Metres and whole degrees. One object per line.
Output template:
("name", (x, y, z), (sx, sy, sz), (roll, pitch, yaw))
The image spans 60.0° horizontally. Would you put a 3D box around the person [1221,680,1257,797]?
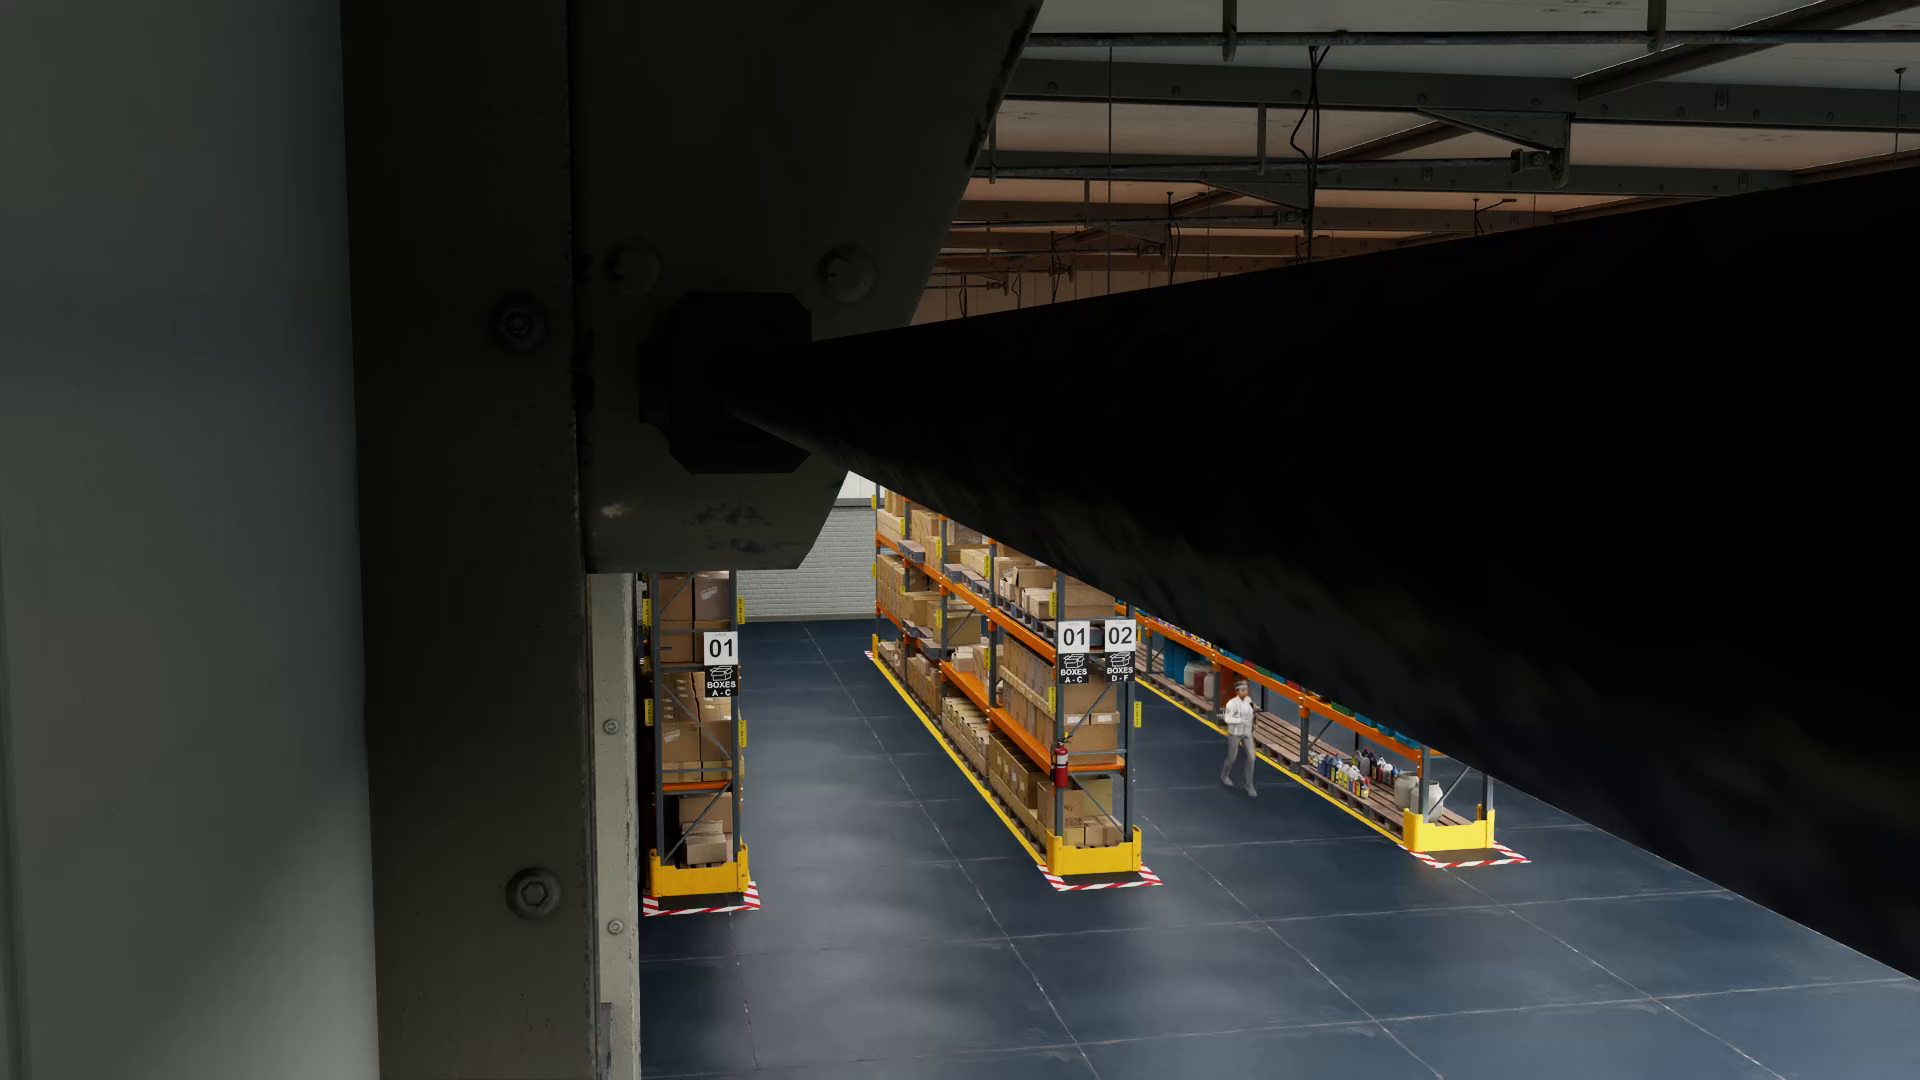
("person", (4.186, 2.940, 24.901), (0.557, 1.731, 0.816), (-2, 6, -17))
